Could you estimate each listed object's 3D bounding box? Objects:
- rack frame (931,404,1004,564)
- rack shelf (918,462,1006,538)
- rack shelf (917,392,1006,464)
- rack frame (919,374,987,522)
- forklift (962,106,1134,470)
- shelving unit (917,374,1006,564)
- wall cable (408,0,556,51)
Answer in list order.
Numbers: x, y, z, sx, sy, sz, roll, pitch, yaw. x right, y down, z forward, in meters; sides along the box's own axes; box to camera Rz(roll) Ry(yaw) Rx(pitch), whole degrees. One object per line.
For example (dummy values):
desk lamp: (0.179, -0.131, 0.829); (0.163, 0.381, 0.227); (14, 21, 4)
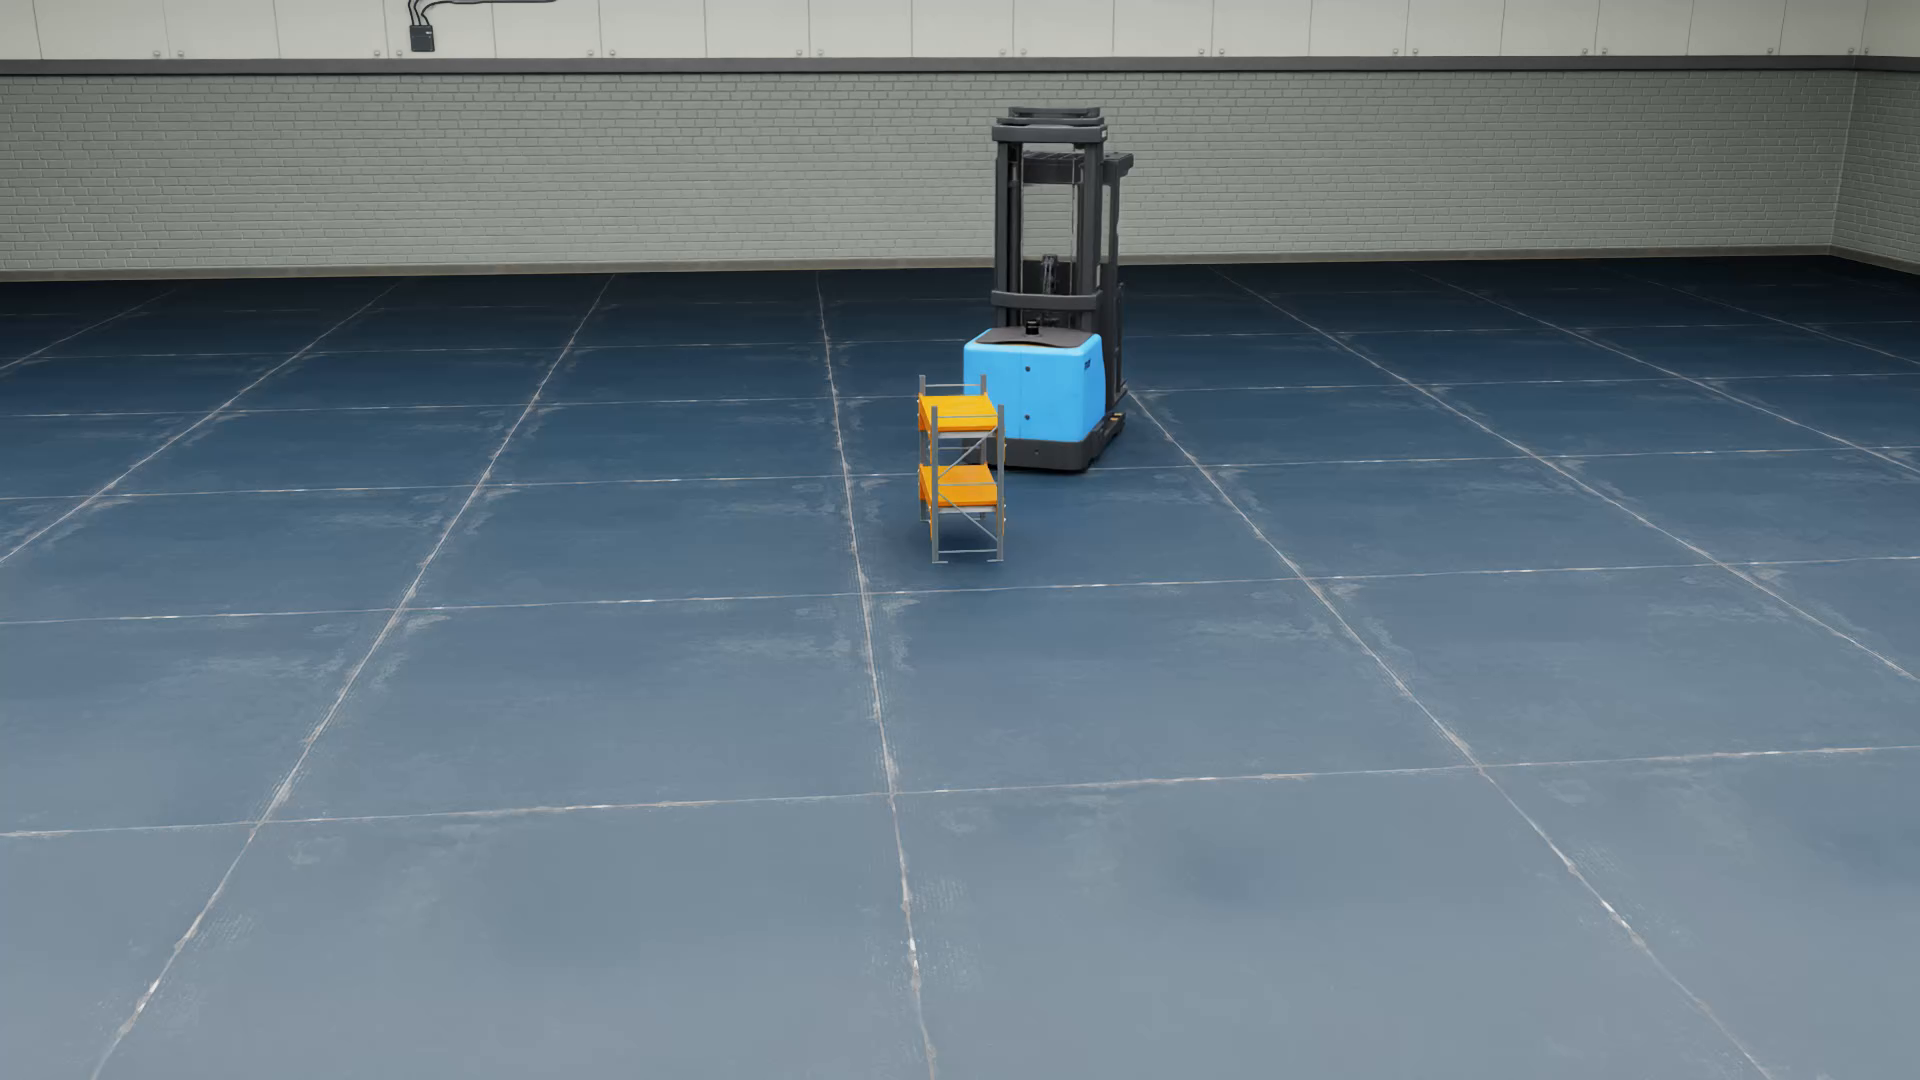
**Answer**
rack frame: (0.053, -0.383, 11.520); (0.500, 1.125, 0.032); (-2, 18, -6)
rack shelf: (0.001, -0.301, 12.075); (0.538, 0.278, 1.000); (-2, 18, -6)
rack shelf: (0.001, -0.814, 11.915); (0.538, 0.278, 1.000); (-2, 18, -6)
rack frame: (-0.052, -0.686, 12.485); (0.500, 1.125, 0.032); (-2, 18, -6)
forklift: (0.908, -2.379, 14.861); (1.130, 2.935, 3.031); (5, 18, 15)
shelving unit: (0.001, -0.535, 12.002); (0.538, 1.125, 1.048); (-2, 18, -6)
wall cable: (-6.664, -9.870, 22.913); (2.305, 6.003, 0.169); (-2, 18, -6)
